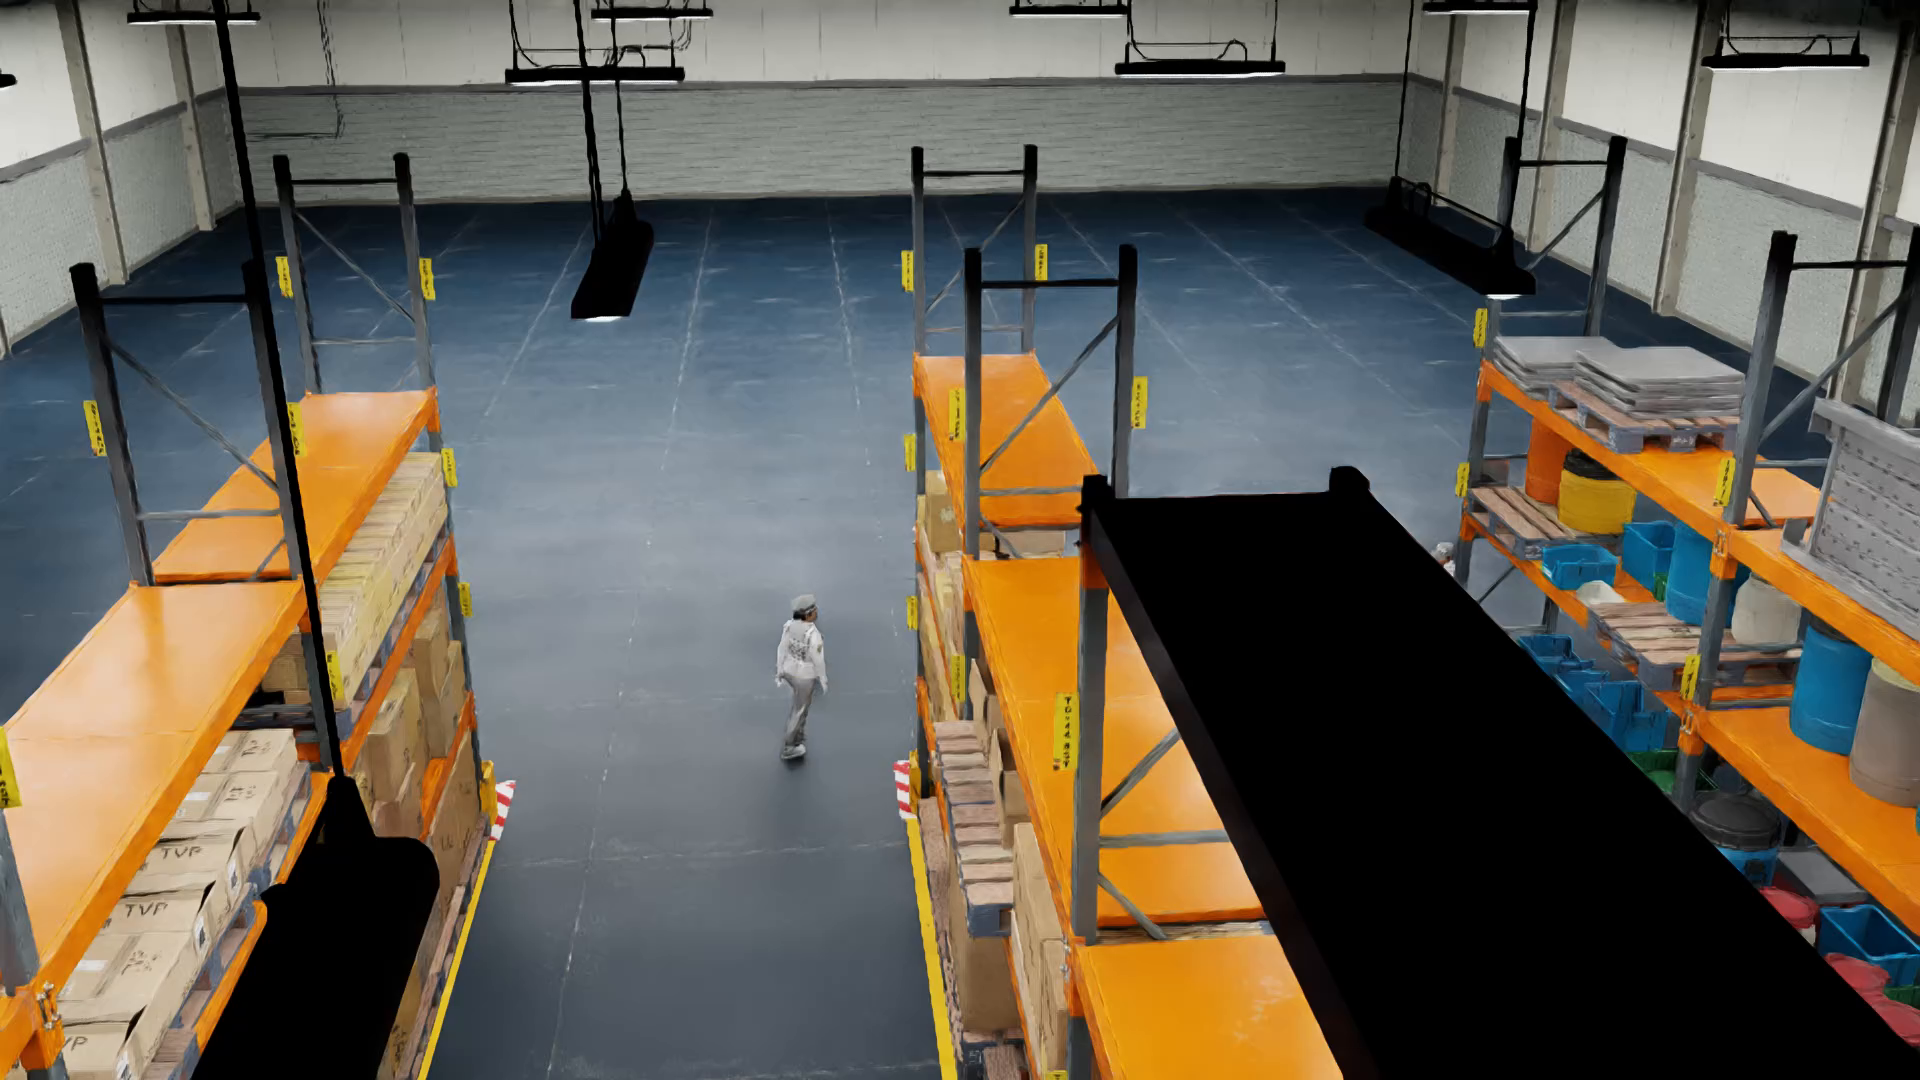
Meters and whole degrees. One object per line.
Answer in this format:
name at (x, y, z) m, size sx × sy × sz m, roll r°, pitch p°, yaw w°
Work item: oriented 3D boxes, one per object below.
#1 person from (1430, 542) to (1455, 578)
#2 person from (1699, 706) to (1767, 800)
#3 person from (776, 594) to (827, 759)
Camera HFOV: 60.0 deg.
person at (5.034, 0.782, 17.419) m, size 0.511 × 1.661 × 0.614 m, roll 2°, pitch 22°, yaw 4°
person at (6.987, 1.783, 14.956) m, size 0.447 × 1.574 × 1.088 m, roll -1°, pitch 22°, yaw -3°
person at (-1.551, 1.325, 16.034) m, size 0.465 × 1.693 × 0.579 m, roll -19°, pitch 28°, yaw -39°
